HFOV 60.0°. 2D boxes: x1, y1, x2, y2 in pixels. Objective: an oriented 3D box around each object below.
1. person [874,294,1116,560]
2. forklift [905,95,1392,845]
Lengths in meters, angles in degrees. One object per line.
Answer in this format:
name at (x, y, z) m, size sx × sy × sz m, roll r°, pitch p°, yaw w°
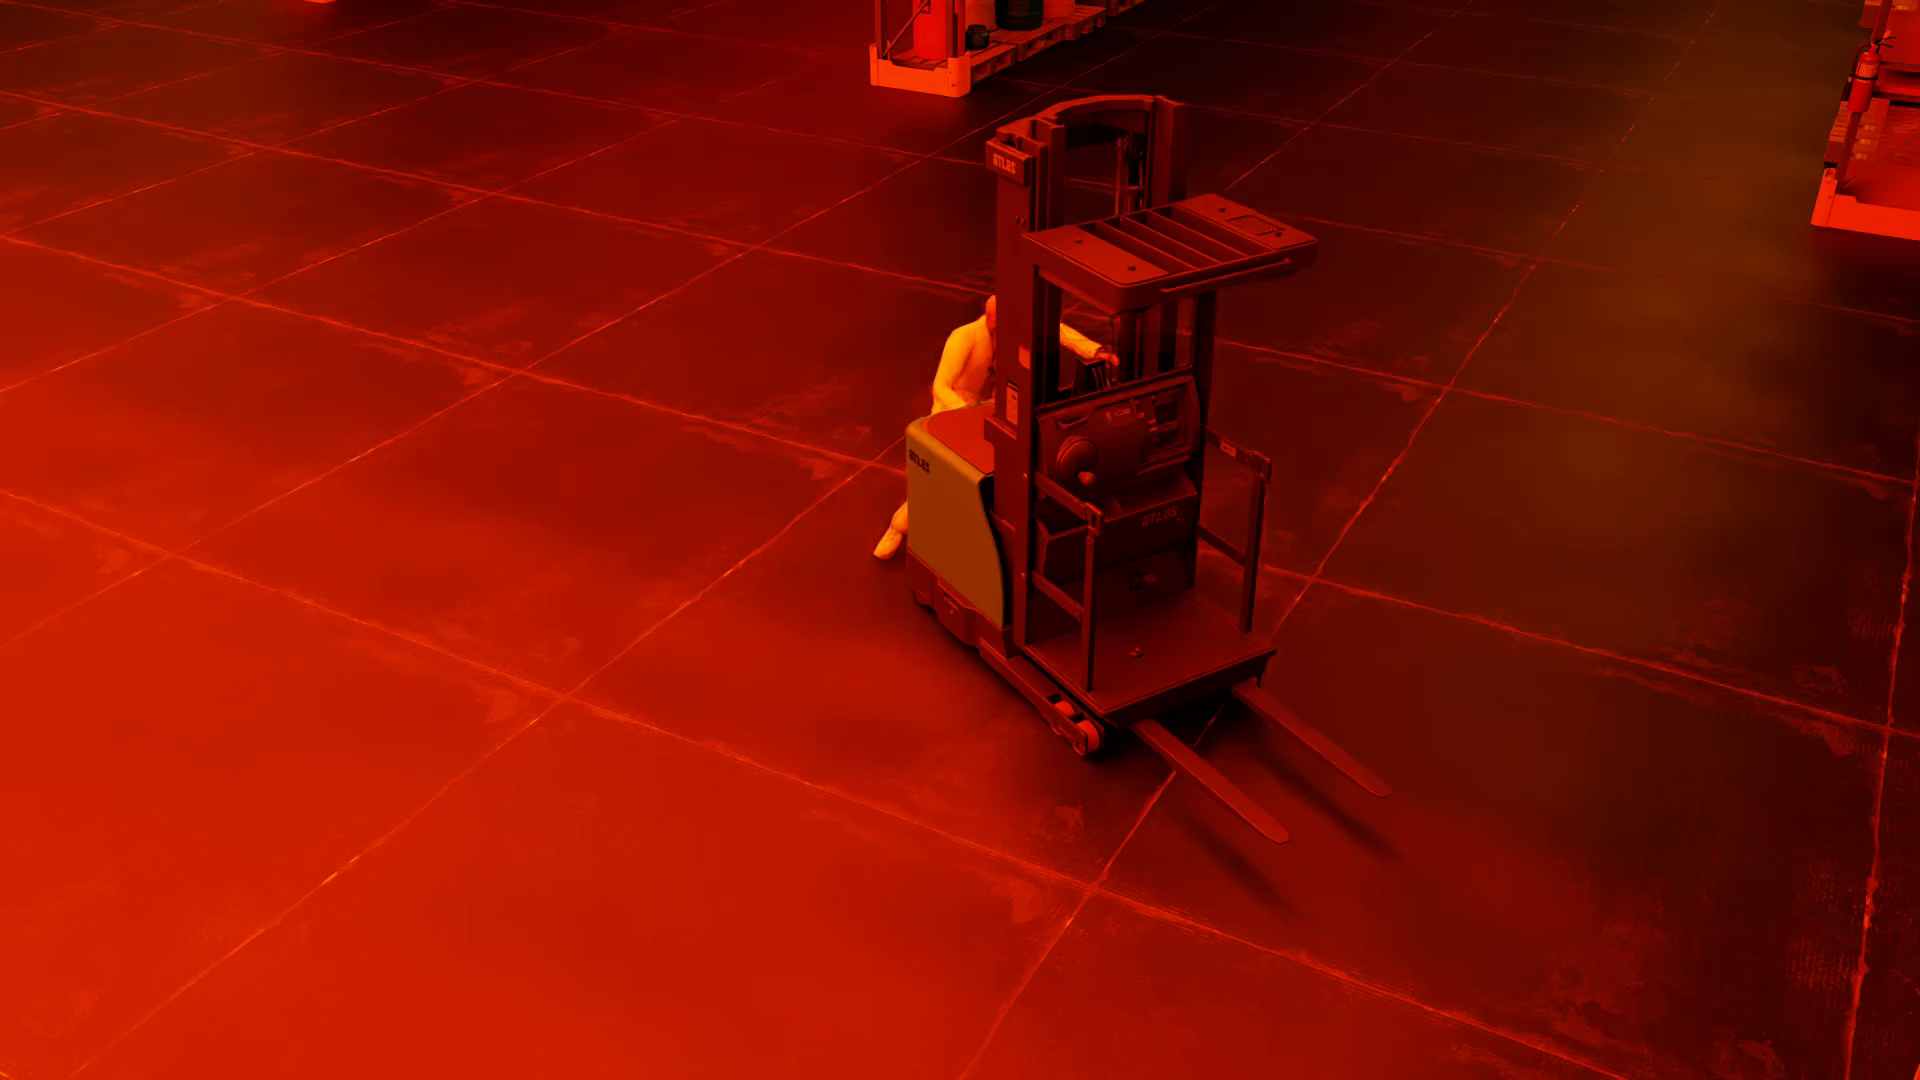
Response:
person at (0.128, -0.674, 9.687) m, size 1.490 × 1.526 × 0.861 m, roll -23°, pitch 37°, yaw -34°
forklift at (0.891, -0.480, 7.903) m, size 1.130 × 2.935 × 3.031 m, roll -17°, pitch 34°, yaw -27°
